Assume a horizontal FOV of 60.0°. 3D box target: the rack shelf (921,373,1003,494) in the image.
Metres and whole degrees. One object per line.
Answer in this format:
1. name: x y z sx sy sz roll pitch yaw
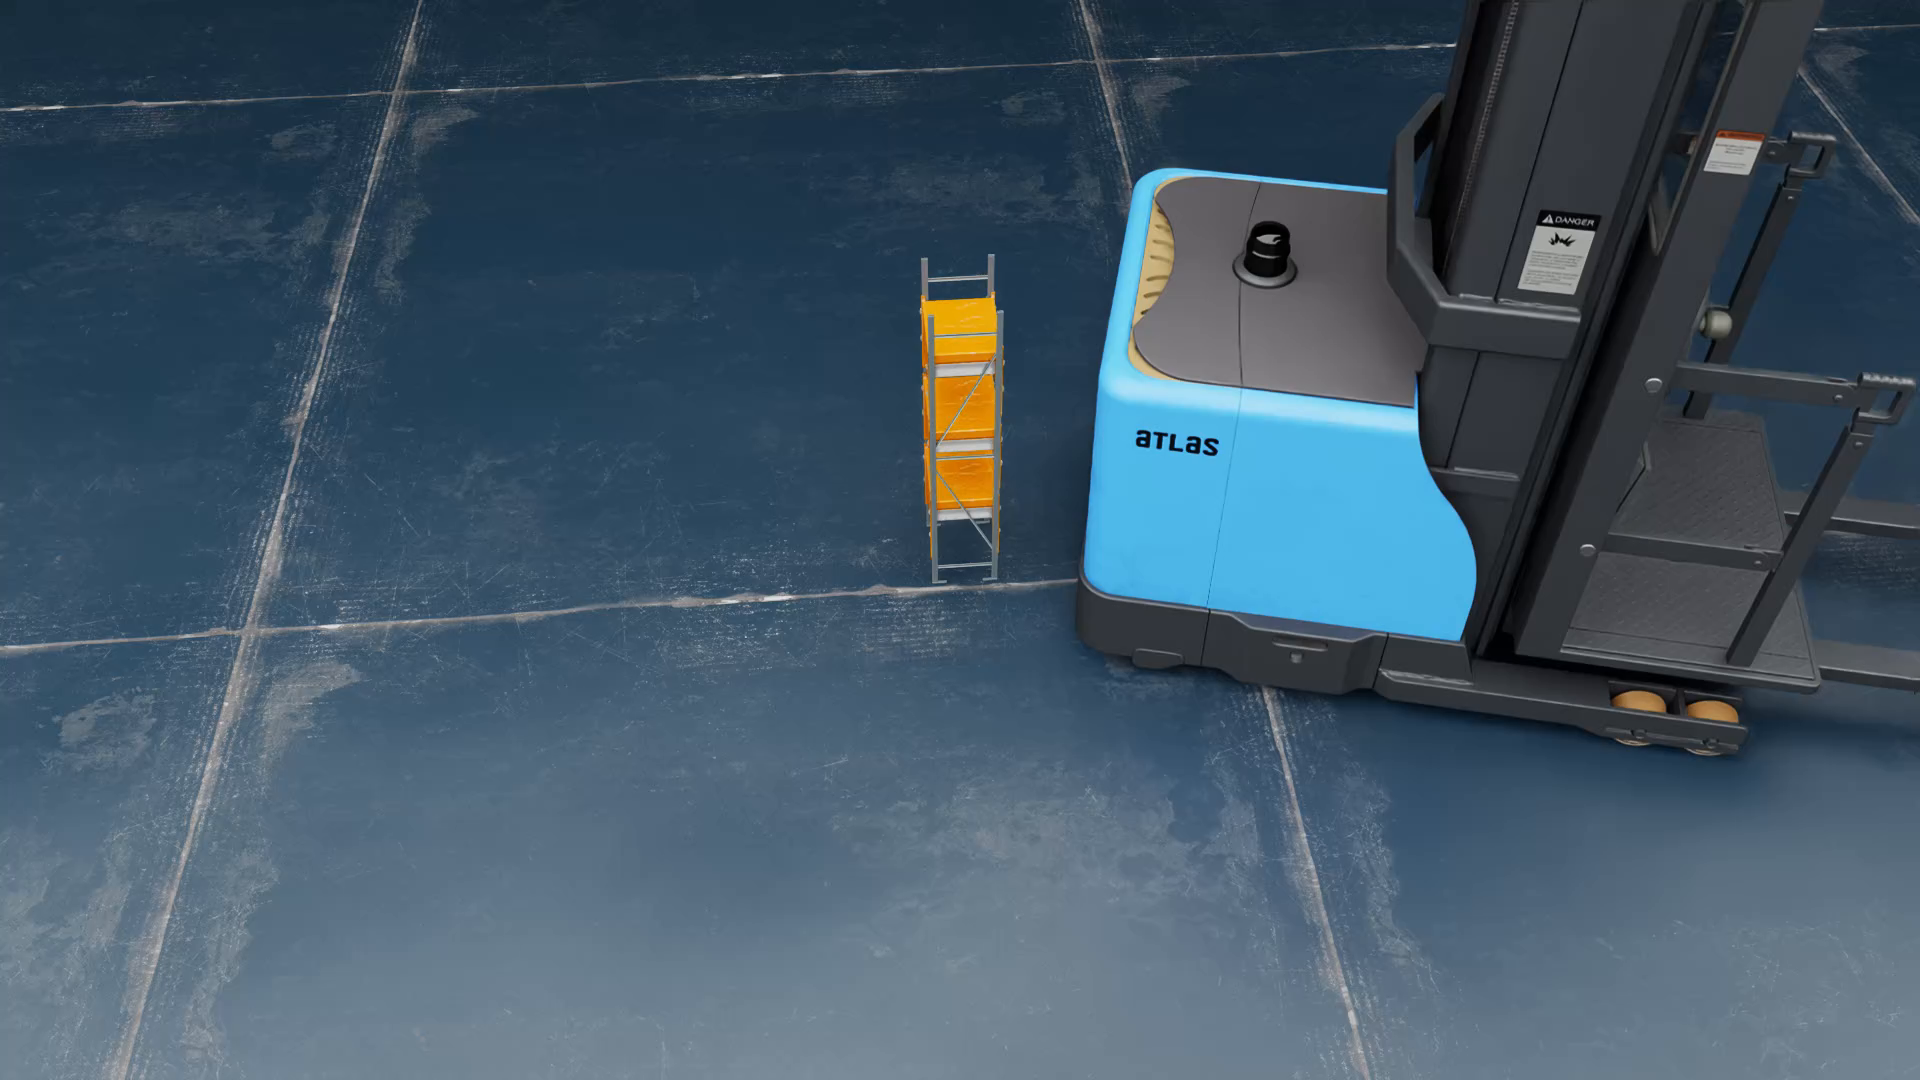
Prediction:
1. rack shelf: 0.004 -0.315 4.840 0.215 0.259 0.240 -3 47 -3

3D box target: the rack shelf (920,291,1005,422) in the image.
1. rack shelf: 0.004 -0.510 4.634 0.215 0.259 0.240 -3 47 -3

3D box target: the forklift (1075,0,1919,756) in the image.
1. forklift: 1.906 -0.822 4.010 3.031 2.935 1.130 7 47 7

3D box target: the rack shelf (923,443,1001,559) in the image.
1. rack shelf: 0.004 -0.124 5.042 0.215 0.259 0.240 -3 47 -3

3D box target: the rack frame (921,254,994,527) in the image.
1. rack frame: -0.006 -0.411 4.916 0.200 1.050 0.008 -3 47 -3

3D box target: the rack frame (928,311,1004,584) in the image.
1. rack frame: 0.015 -0.234 4.749 0.200 1.050 0.008 -3 47 -3

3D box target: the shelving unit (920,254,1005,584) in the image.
1. shelving unit: 0.004 -0.322 4.832 0.215 1.050 0.252 -3 47 -3
